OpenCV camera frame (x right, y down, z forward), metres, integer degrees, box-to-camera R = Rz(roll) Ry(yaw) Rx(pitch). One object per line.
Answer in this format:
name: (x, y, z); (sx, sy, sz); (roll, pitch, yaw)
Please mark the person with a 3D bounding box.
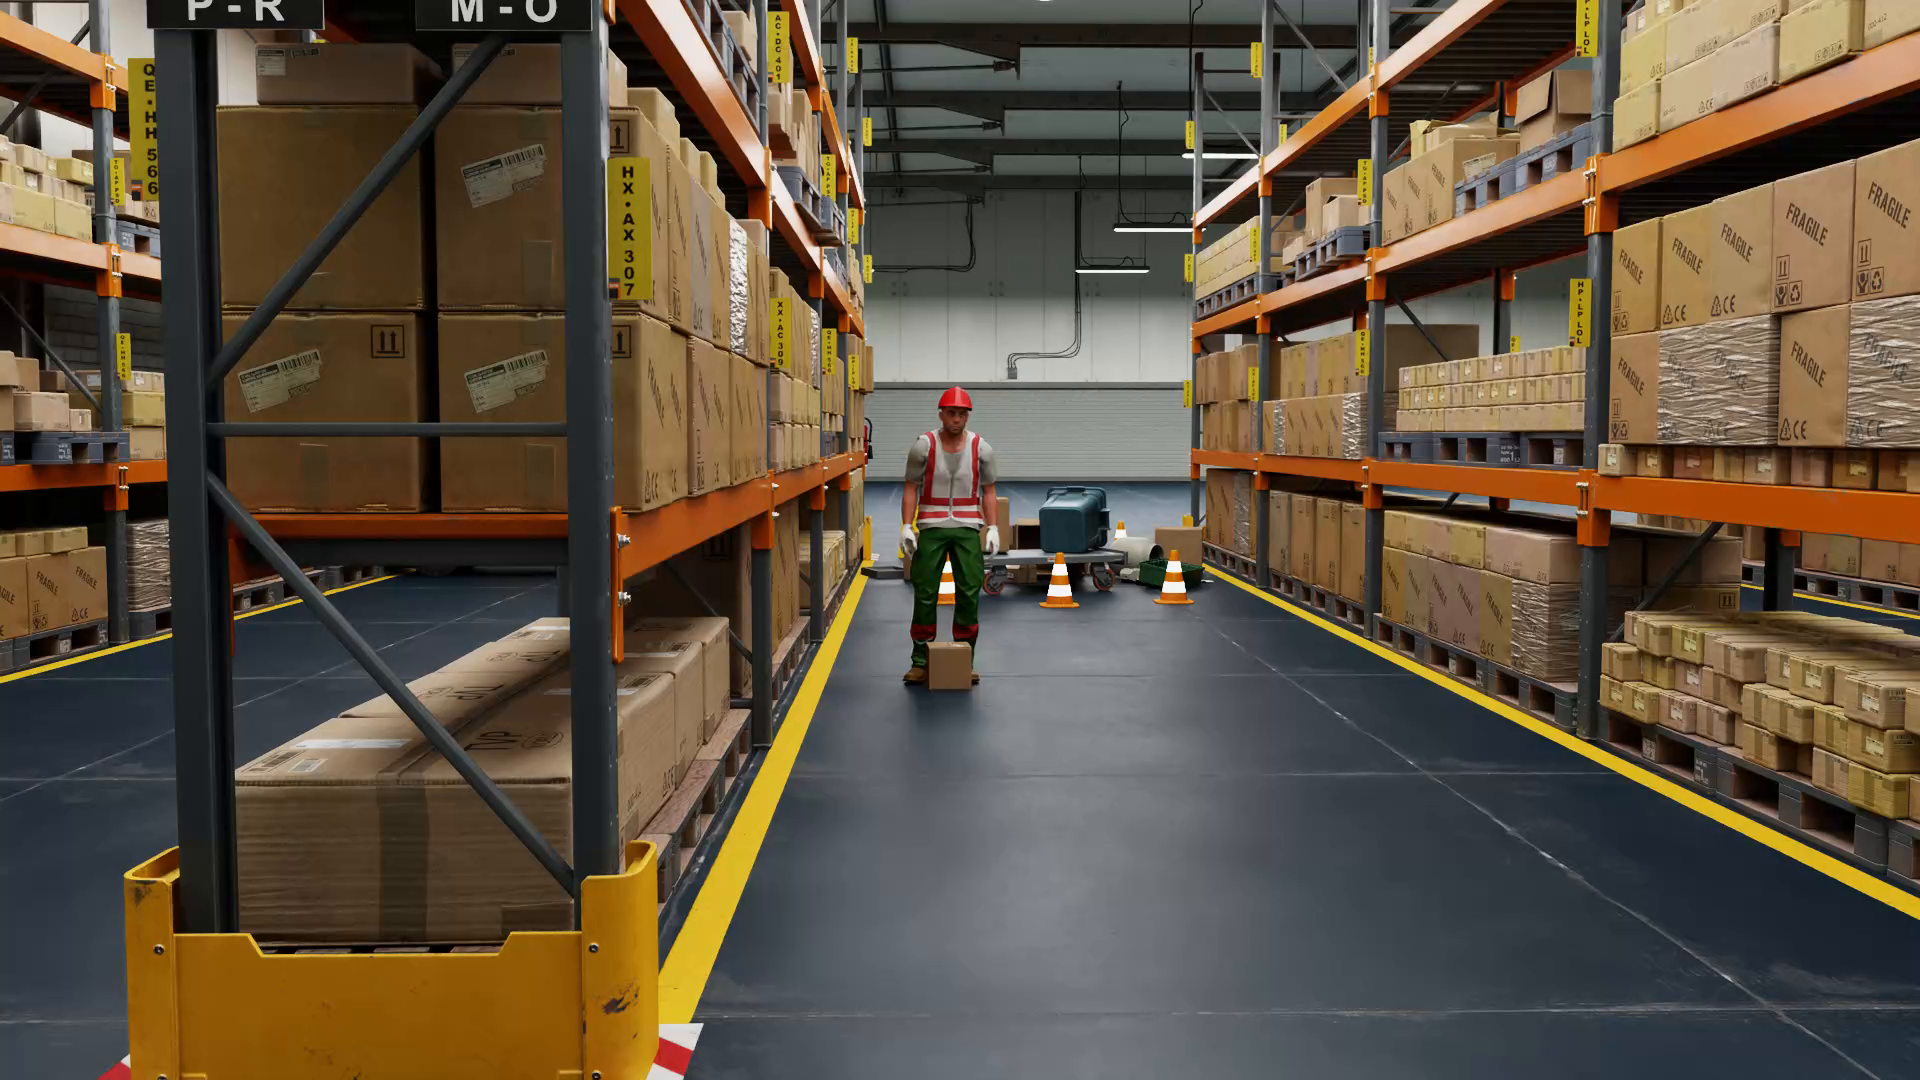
person: (-0.059, -0.031, 10.040); (0.617, 1.778, 0.453); (0, 4, -5)
